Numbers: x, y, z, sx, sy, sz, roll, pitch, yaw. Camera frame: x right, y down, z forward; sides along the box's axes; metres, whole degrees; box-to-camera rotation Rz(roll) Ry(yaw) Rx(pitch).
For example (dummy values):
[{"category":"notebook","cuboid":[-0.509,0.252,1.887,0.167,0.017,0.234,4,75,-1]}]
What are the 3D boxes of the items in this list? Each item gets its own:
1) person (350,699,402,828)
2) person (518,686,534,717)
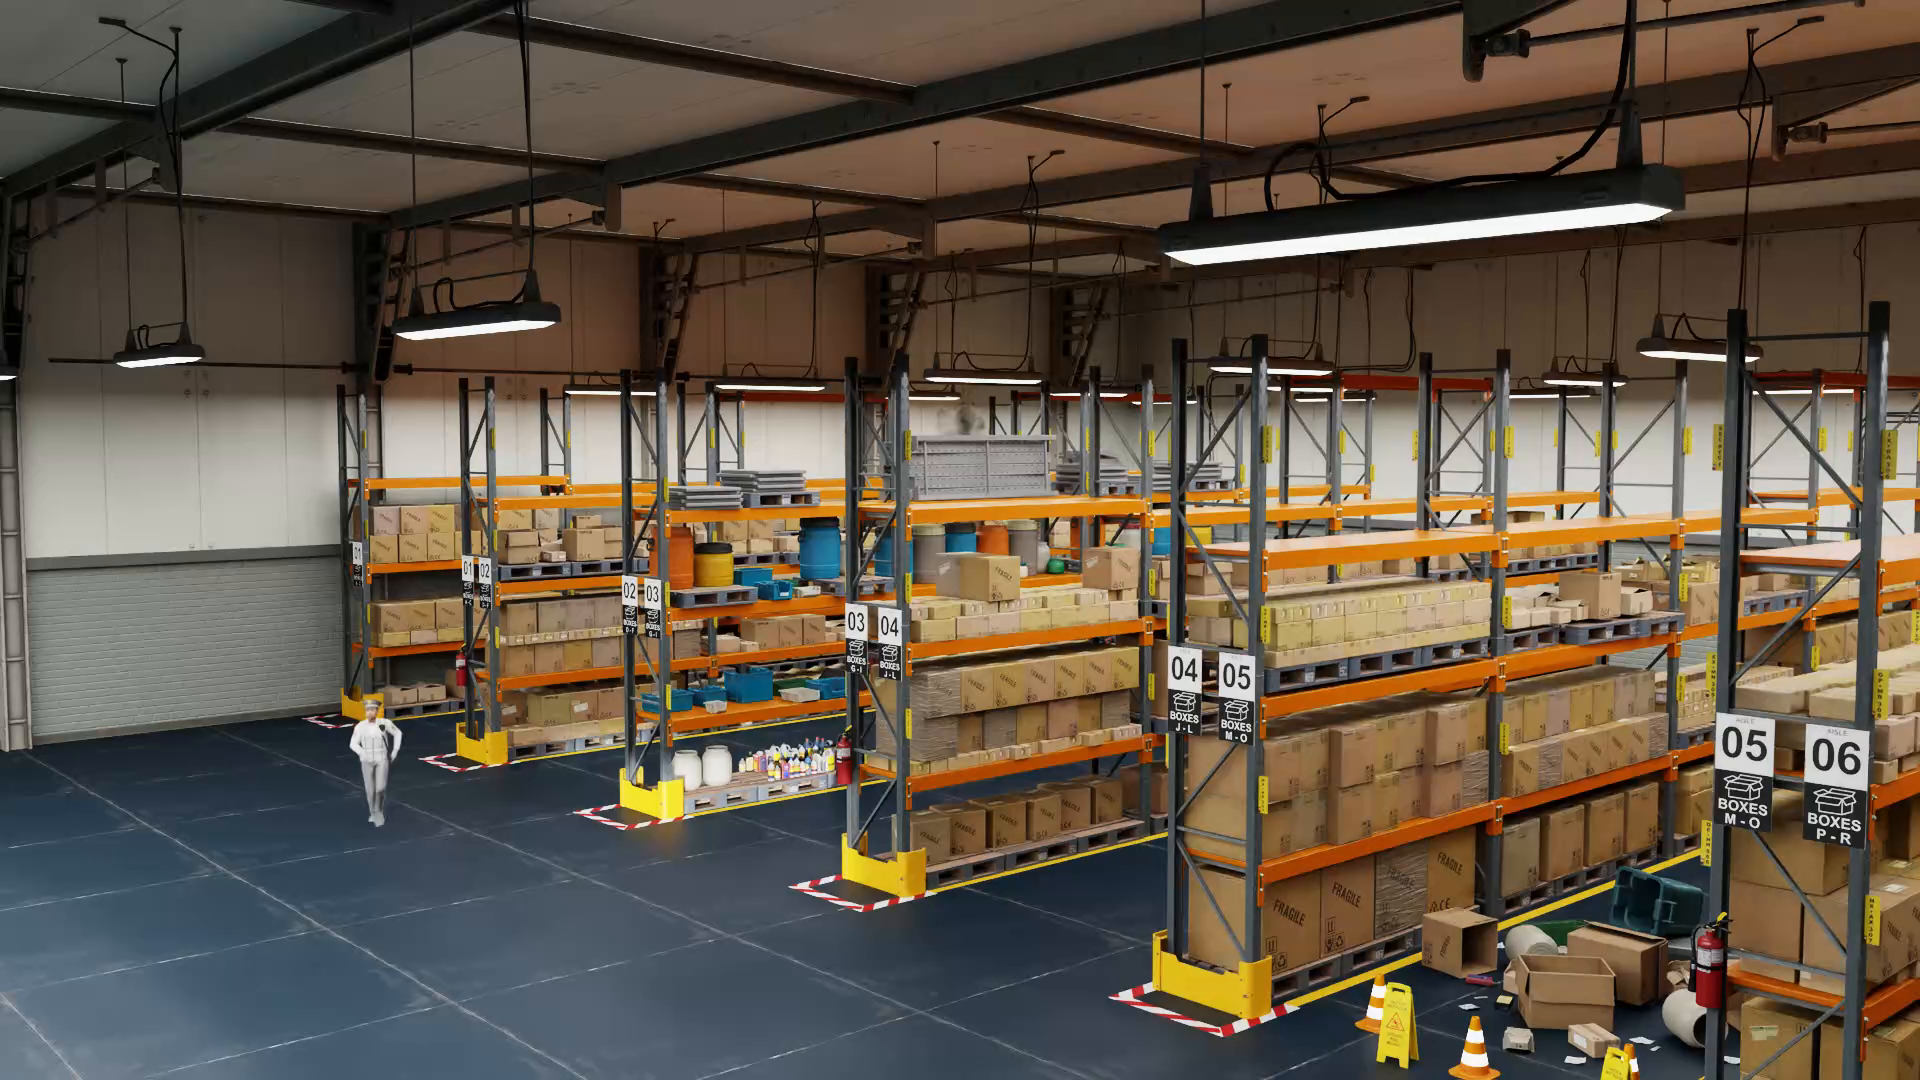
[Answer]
[{"category":"person","cuboid":[-7.636,2.906,21.719,0.619,1.685,0.644,-1,4,-11]},{"category":"person","cuboid":[-7.489,2.405,28.640,0.637,1.814,0.711,3,5,39]}]
